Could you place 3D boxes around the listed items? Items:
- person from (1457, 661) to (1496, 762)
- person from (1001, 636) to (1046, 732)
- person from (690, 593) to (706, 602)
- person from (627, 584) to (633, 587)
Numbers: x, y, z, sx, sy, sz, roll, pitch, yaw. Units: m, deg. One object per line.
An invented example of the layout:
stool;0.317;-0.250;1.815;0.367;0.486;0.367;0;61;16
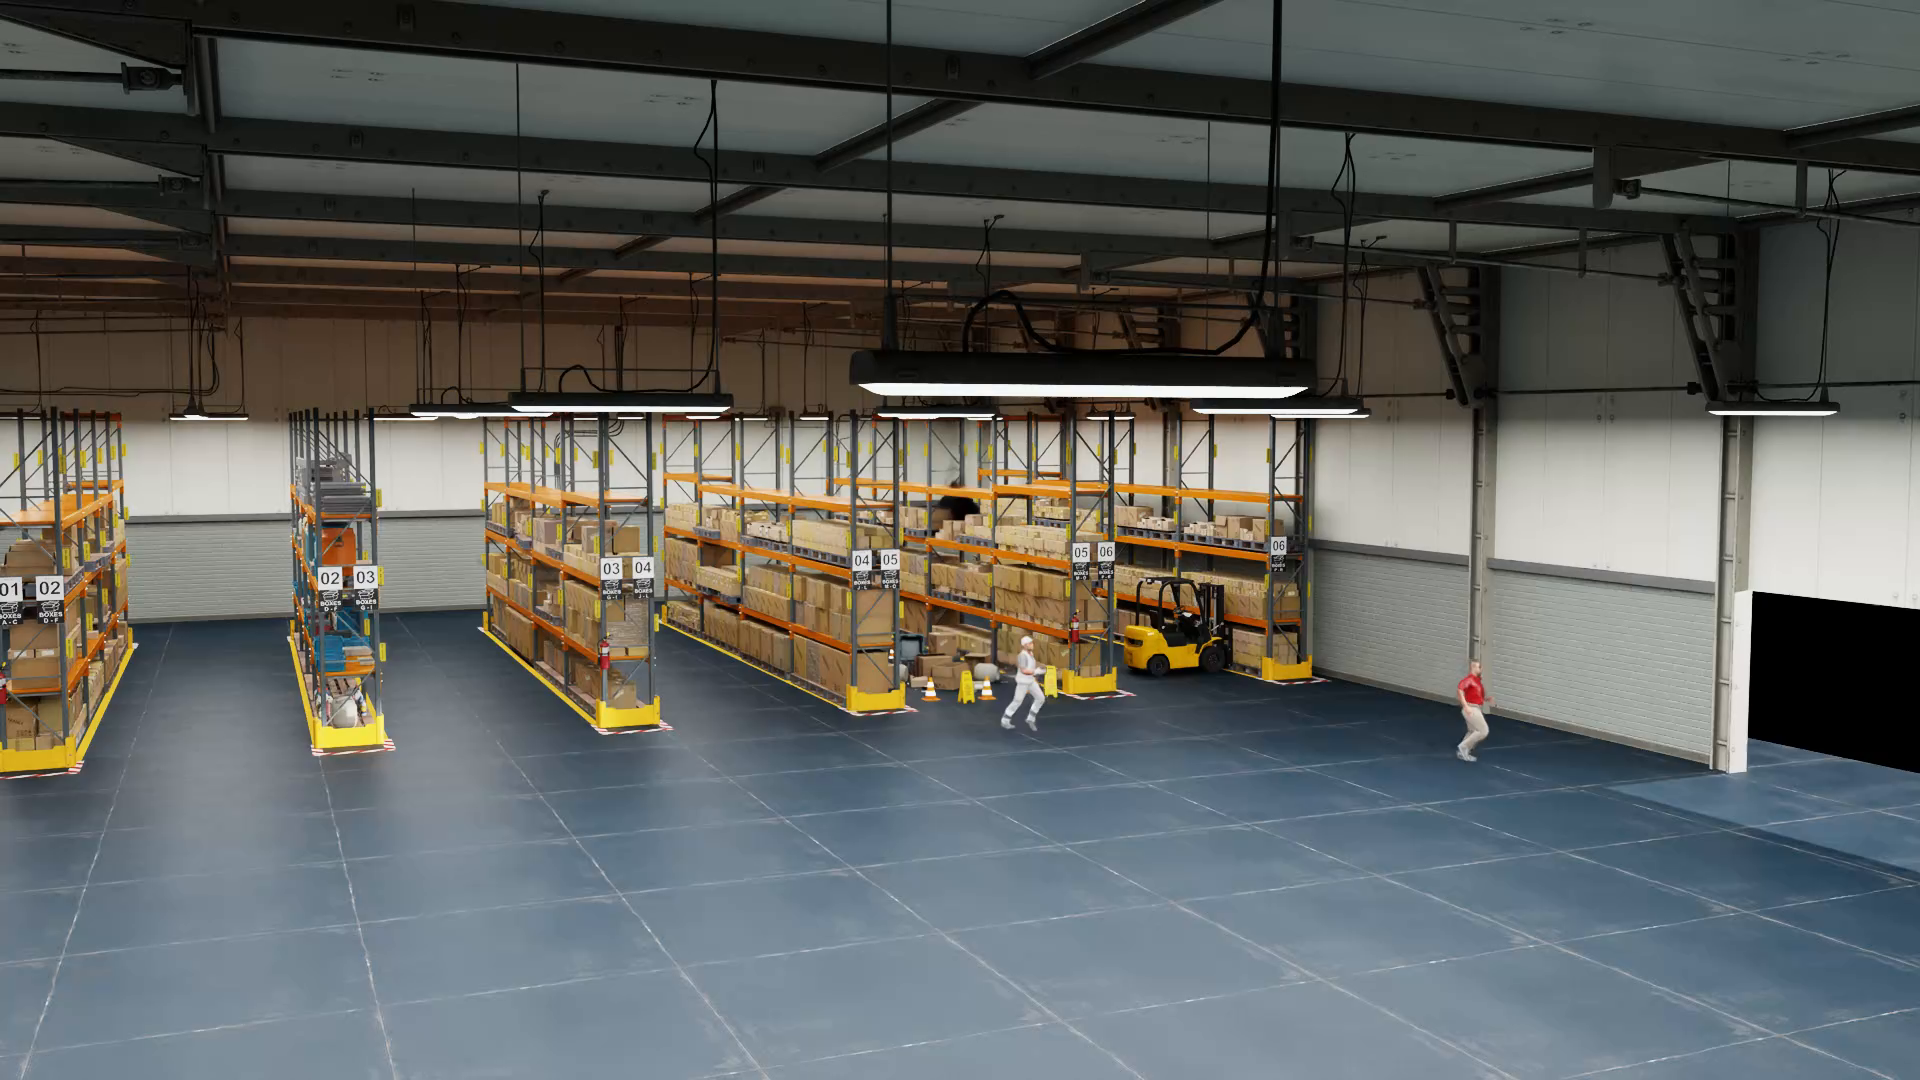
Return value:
person;8.744;2.901;28.156;0.605;1.694;0.668;2;4;25
person;1.218;2.667;30.833;0.892;1.793;0.673;2;4;26
person;-7.813;1.380;49.355;0.914;1.777;0.698;1;4;19
person;-9.129;1.608;46.174;0.670;1.807;0.854;-1;4;-14
